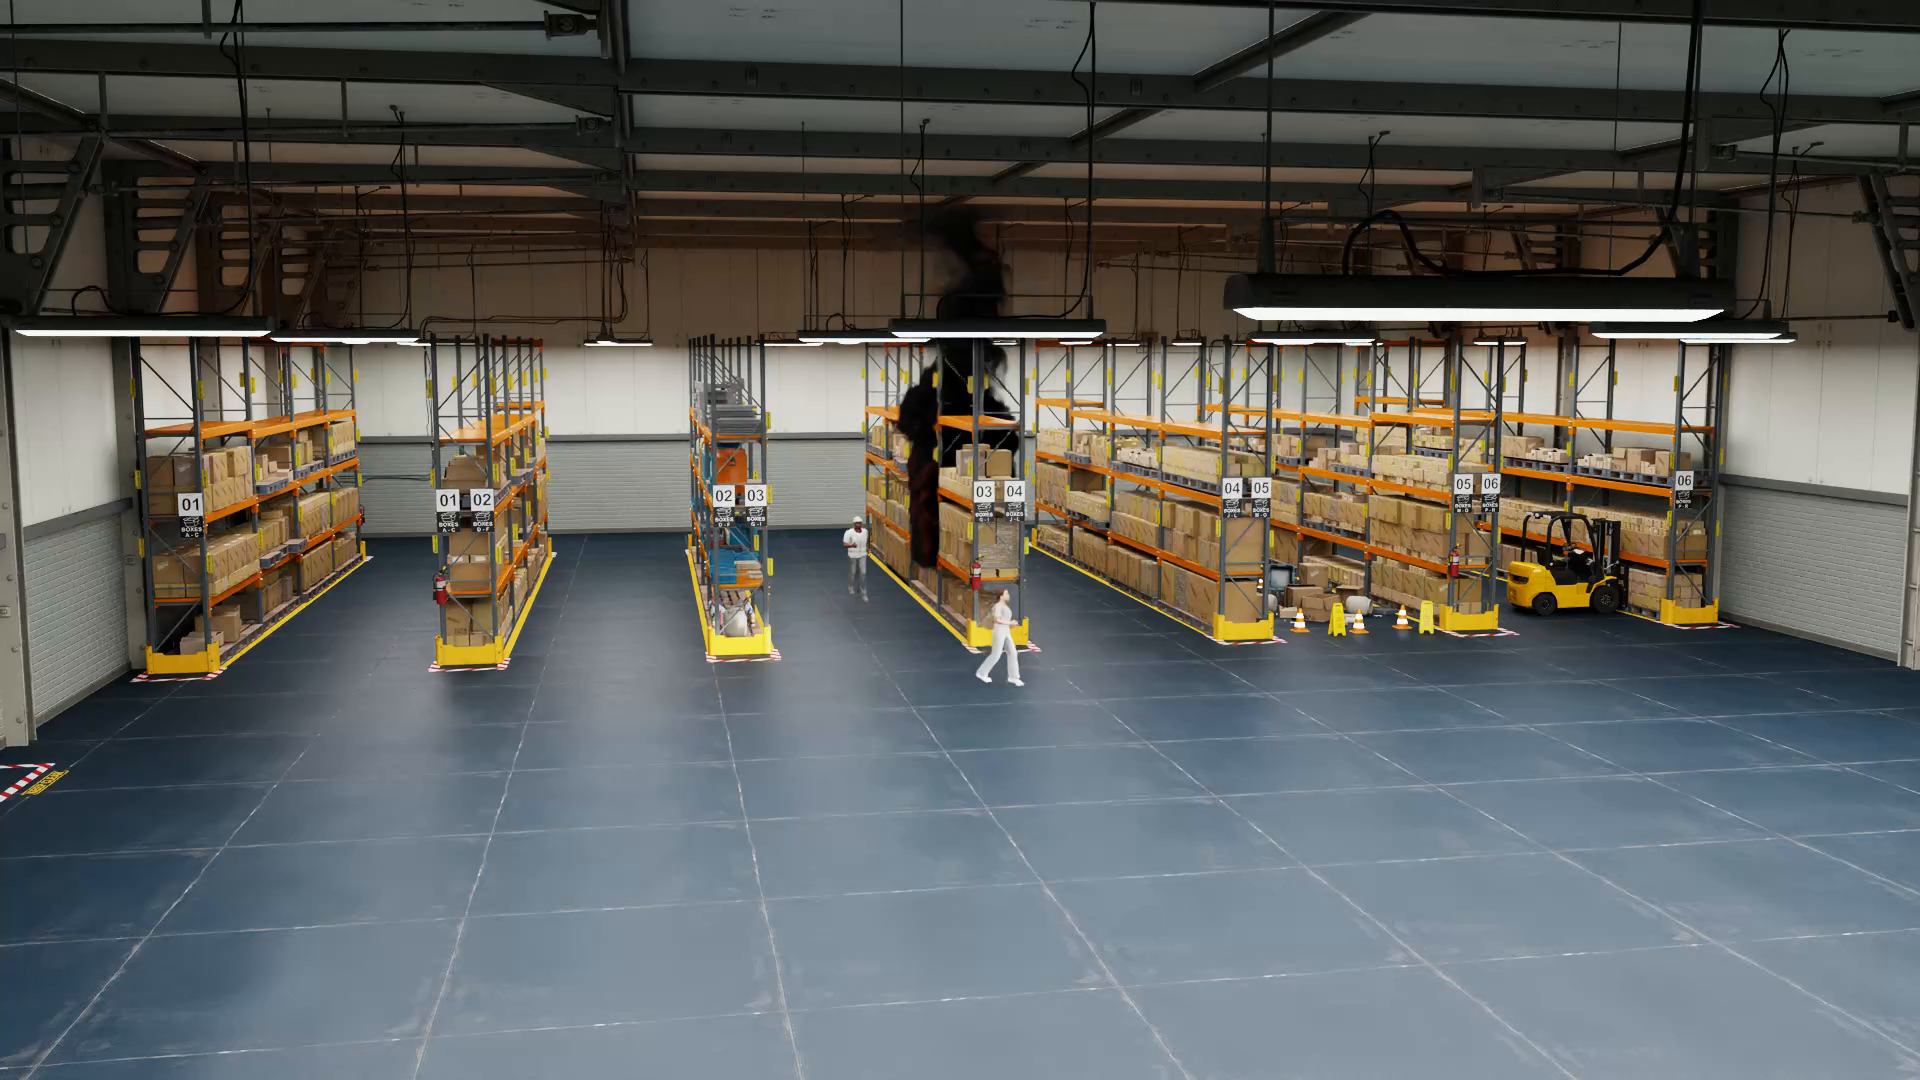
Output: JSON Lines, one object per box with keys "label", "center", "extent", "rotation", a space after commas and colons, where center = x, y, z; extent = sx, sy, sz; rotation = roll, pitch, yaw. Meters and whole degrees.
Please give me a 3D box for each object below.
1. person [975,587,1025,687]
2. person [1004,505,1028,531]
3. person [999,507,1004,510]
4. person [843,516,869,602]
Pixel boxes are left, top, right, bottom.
{"label": "person", "center": [0.681, 1.650, 28.339], "extent": [0.849, 1.702, 0.557], "rotation": [2, 7, 19]}
{"label": "person", "center": [1.534, -0.394, 45.777], "extent": [0.727, 1.828, 0.968], "rotation": [-1, 7, -8]}
{"label": "person", "center": [1.108, -0.519, 47.342], "extent": [0.620, 1.679, 0.693], "rotation": [0, 7, 2]}
{"label": "person", "center": [-2.252, 0.405, 36.425], "extent": [0.643, 1.864, 0.792], "rotation": [-3, 7, -21]}
